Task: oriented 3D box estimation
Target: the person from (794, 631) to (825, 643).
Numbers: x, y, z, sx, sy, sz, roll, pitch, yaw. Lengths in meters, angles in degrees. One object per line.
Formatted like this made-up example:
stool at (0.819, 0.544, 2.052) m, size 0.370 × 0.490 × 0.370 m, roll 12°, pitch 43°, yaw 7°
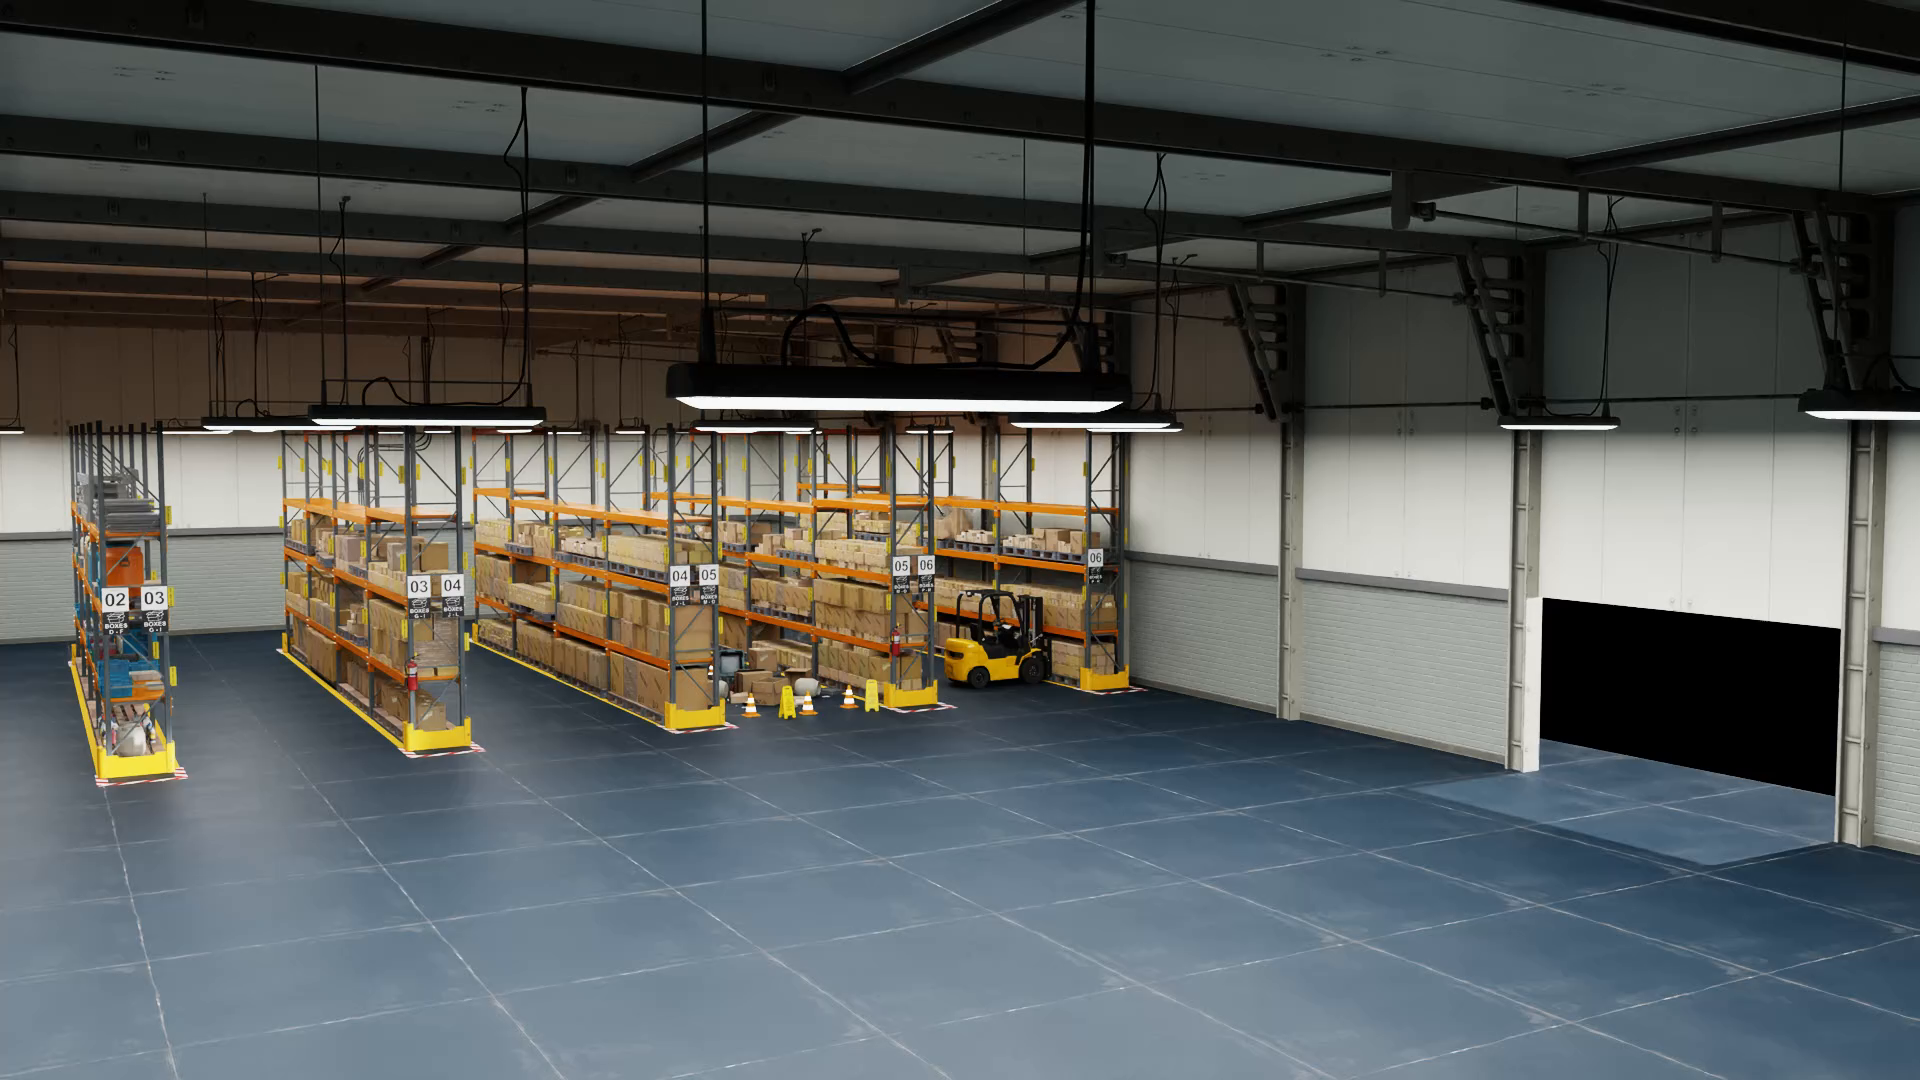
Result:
person at (-4.070, 2.015, 45.907) m, size 1.046 × 1.734 × 0.544 m, roll 1°, pitch 4°, yaw 12°
